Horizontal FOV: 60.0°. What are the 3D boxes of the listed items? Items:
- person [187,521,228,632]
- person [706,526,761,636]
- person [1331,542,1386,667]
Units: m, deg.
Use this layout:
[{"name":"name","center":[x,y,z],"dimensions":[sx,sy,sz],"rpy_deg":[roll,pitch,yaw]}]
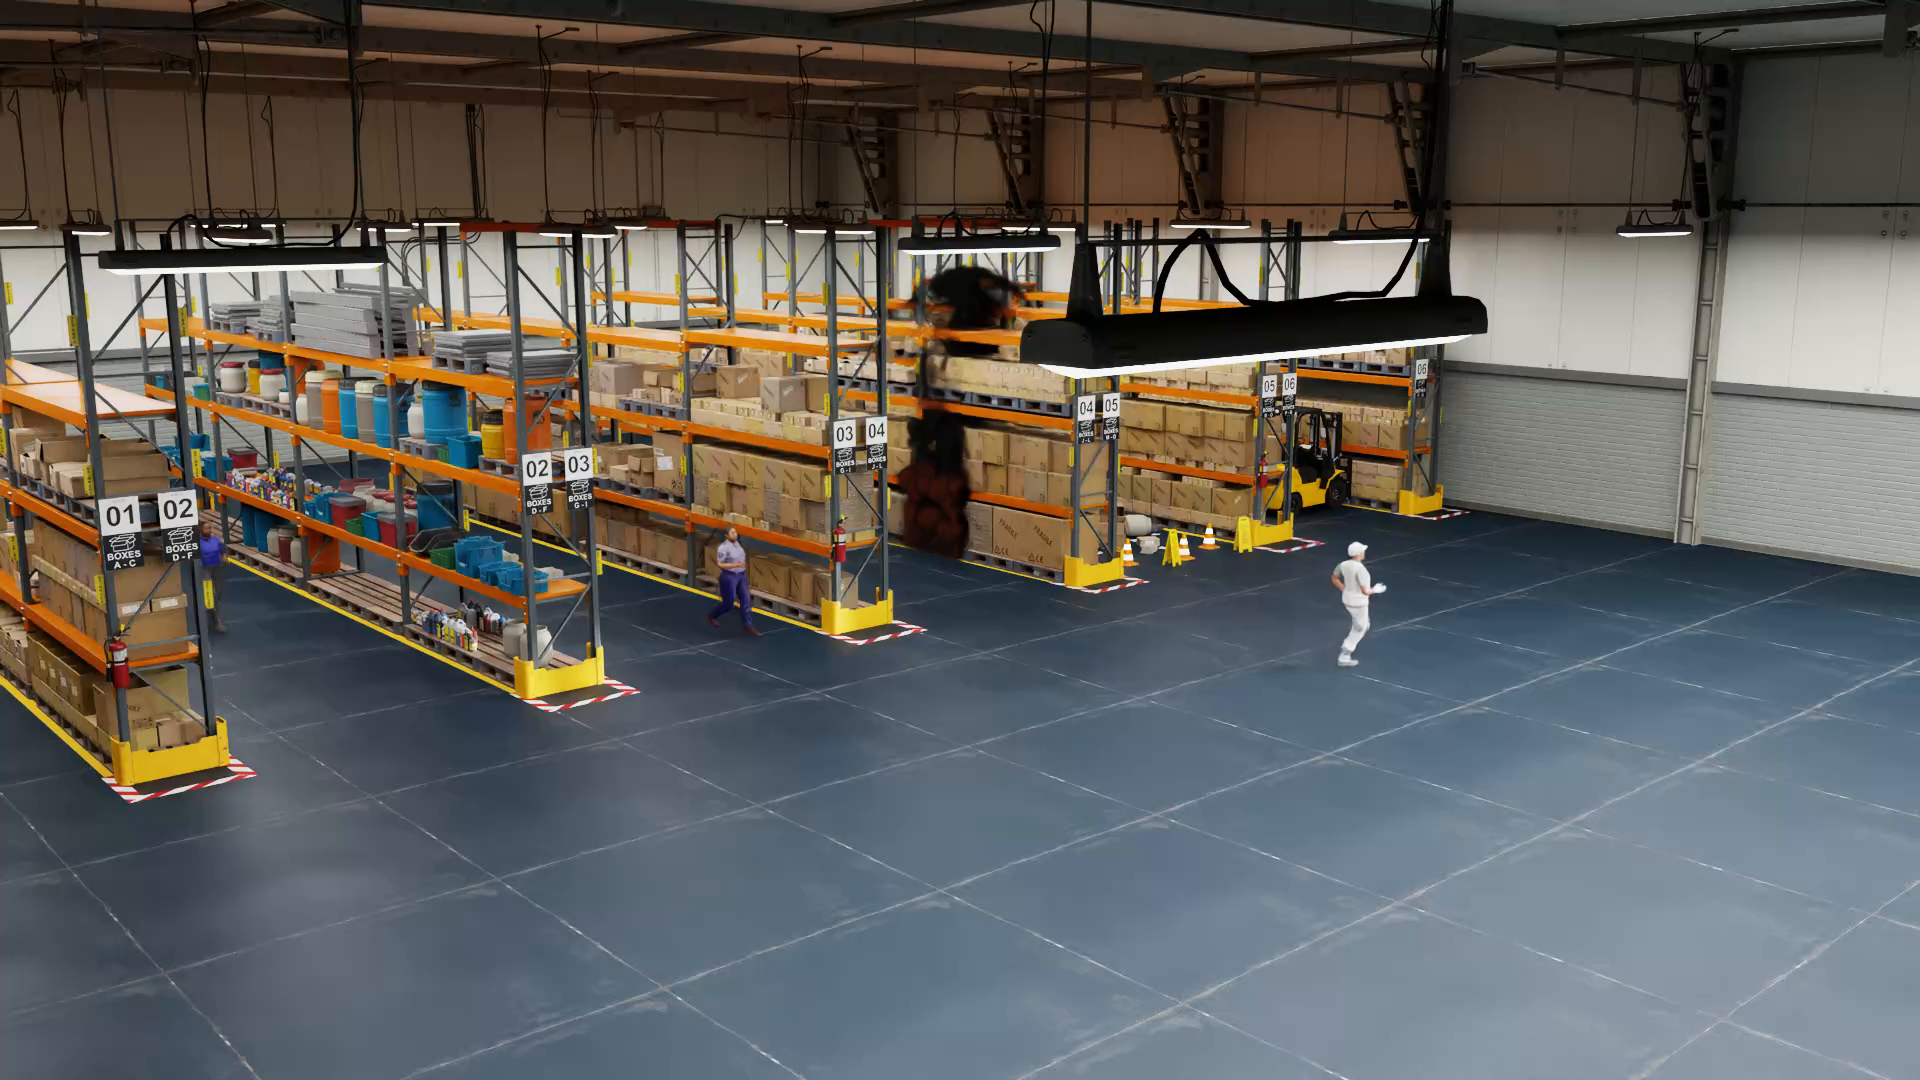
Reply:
[{"name":"person","center":[-11.393,0.524,25.202],"dimensions":[0.842,1.657,0.579],"rpy_deg":[10,15,41]},{"name":"person","center":[-3.369,0.591,24.677],"dimensions":[0.919,1.628,0.609],"rpy_deg":[7,14,33]},{"name":"person","center":[5.529,0.883,23.001],"dimensions":[0.612,1.759,0.639],"rpy_deg":[-3,12,-14]}]
